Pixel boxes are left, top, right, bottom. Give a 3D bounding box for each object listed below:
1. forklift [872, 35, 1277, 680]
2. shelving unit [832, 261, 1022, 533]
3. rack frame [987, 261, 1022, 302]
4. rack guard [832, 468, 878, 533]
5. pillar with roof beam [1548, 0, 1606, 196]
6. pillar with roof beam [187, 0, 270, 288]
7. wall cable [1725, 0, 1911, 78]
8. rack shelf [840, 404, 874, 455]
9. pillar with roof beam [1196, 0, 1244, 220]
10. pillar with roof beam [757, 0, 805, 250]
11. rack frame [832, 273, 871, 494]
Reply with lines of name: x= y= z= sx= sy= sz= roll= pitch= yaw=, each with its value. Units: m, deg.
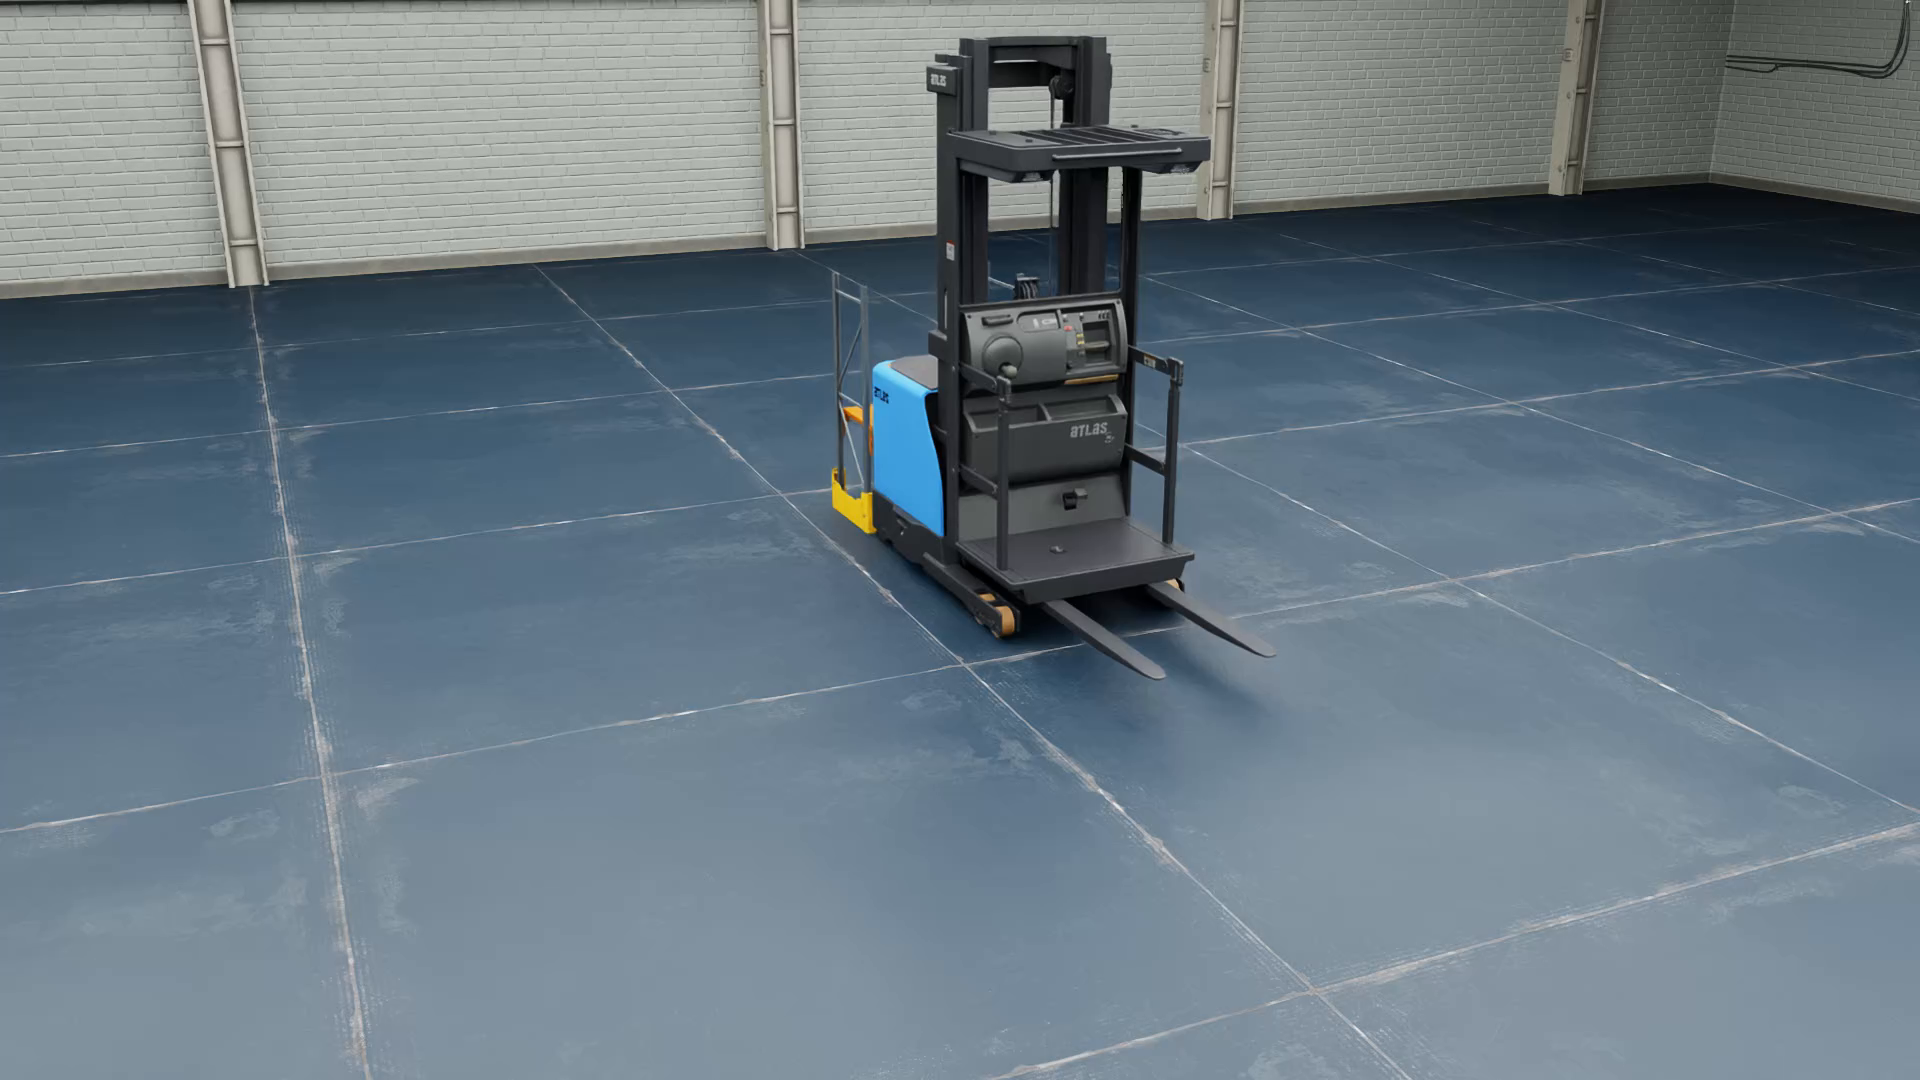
forklift: x=0.551 y=-1.042 z=8.567 sx=1.130 sy=2.935 sz=3.031 roll=-9 pitch=21 yaw=-24
shelving unit: x=-0.208 y=-0.913 z=10.356 sx=1.083 sy=1.500 sz=0.587 roll=-9 pitch=21 yaw=-24
rack frame: x=0.260 y=-0.986 z=10.565 sx=0.032 sy=1.500 sz=0.500 roll=-9 pitch=21 yaw=-24
rack guard: x=-0.658 y=-0.253 z=10.363 sx=0.087 sy=0.250 sz=0.587 roll=-9 pitch=21 yaw=-24
pillar with roof beam: x=10.621 y=-8.040 z=19.308 sx=0.400 sy=9.000 sz=9.100 roll=-8 pitch=21 yaw=-22
pillar with roof beam: x=-5.907 y=-5.672 z=12.583 sx=0.400 sy=9.000 sz=9.100 roll=-8 pitch=21 yaw=-22
wall cable: x=12.144 y=-7.873 z=23.507 sx=0.112 sy=2.526 sz=3.097 roll=-8 pitch=21 yaw=-22
rack shelf: x=-0.200 y=-0.744 z=10.420 sx=1.000 sy=0.185 sz=0.538 roll=-9 pitch=21 yaw=-24
pillar with roof beam: x=5.111 y=-7.251 z=17.066 sx=0.400 sy=9.000 sz=9.100 roll=-8 pitch=21 yaw=-22
pillar with roof beam: x=-0.398 y=-6.462 z=14.824 sx=0.400 sy=9.000 sz=9.100 roll=-8 pitch=21 yaw=-22
rack frame: x=-0.659 y=-0.842 z=10.155 sx=0.032 sy=1.500 sz=0.500 roll=-9 pitch=21 yaw=-24
